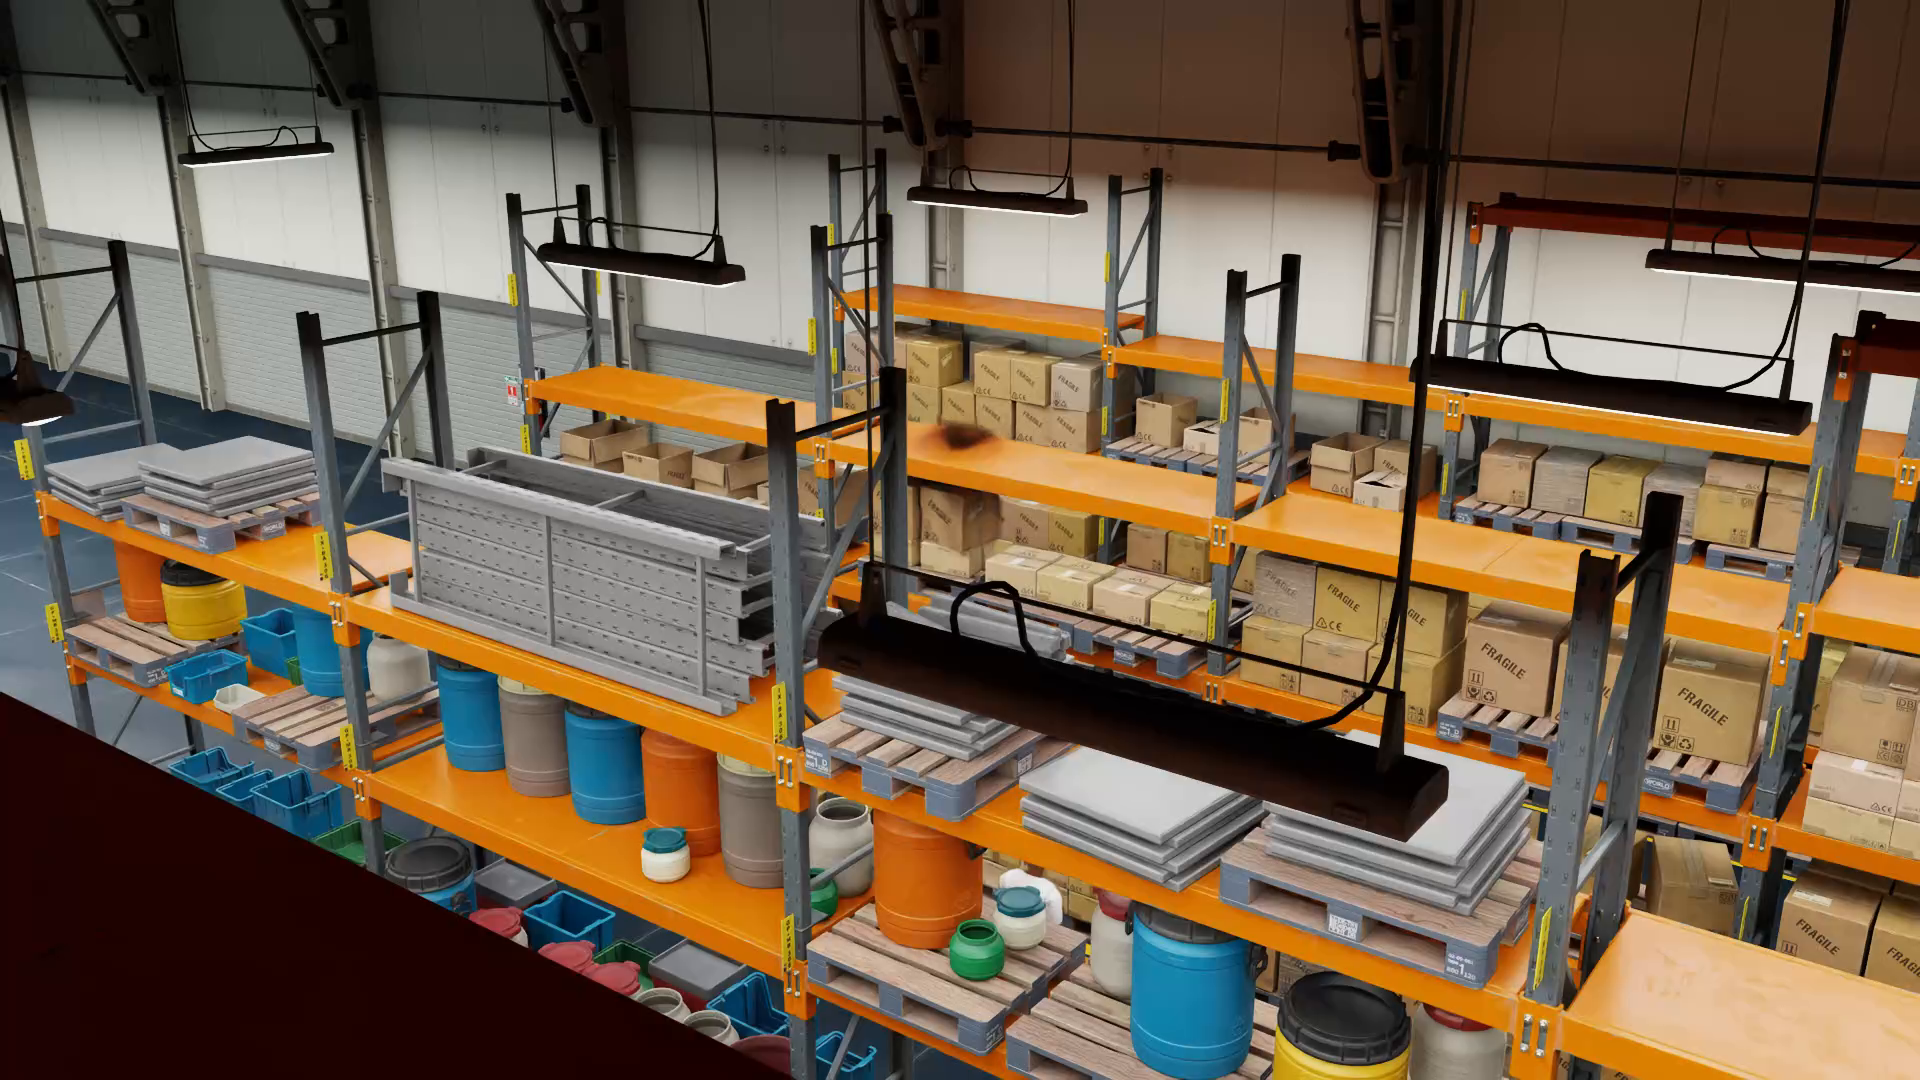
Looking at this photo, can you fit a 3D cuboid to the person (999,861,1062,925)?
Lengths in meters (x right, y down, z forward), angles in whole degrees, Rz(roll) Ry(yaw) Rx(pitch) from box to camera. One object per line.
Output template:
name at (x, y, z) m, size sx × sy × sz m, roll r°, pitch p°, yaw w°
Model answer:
person at (0.562, 3.134, 12.938) m, size 0.587 × 1.785 × 0.380 m, roll 15°, pitch 23°, yaw 37°
